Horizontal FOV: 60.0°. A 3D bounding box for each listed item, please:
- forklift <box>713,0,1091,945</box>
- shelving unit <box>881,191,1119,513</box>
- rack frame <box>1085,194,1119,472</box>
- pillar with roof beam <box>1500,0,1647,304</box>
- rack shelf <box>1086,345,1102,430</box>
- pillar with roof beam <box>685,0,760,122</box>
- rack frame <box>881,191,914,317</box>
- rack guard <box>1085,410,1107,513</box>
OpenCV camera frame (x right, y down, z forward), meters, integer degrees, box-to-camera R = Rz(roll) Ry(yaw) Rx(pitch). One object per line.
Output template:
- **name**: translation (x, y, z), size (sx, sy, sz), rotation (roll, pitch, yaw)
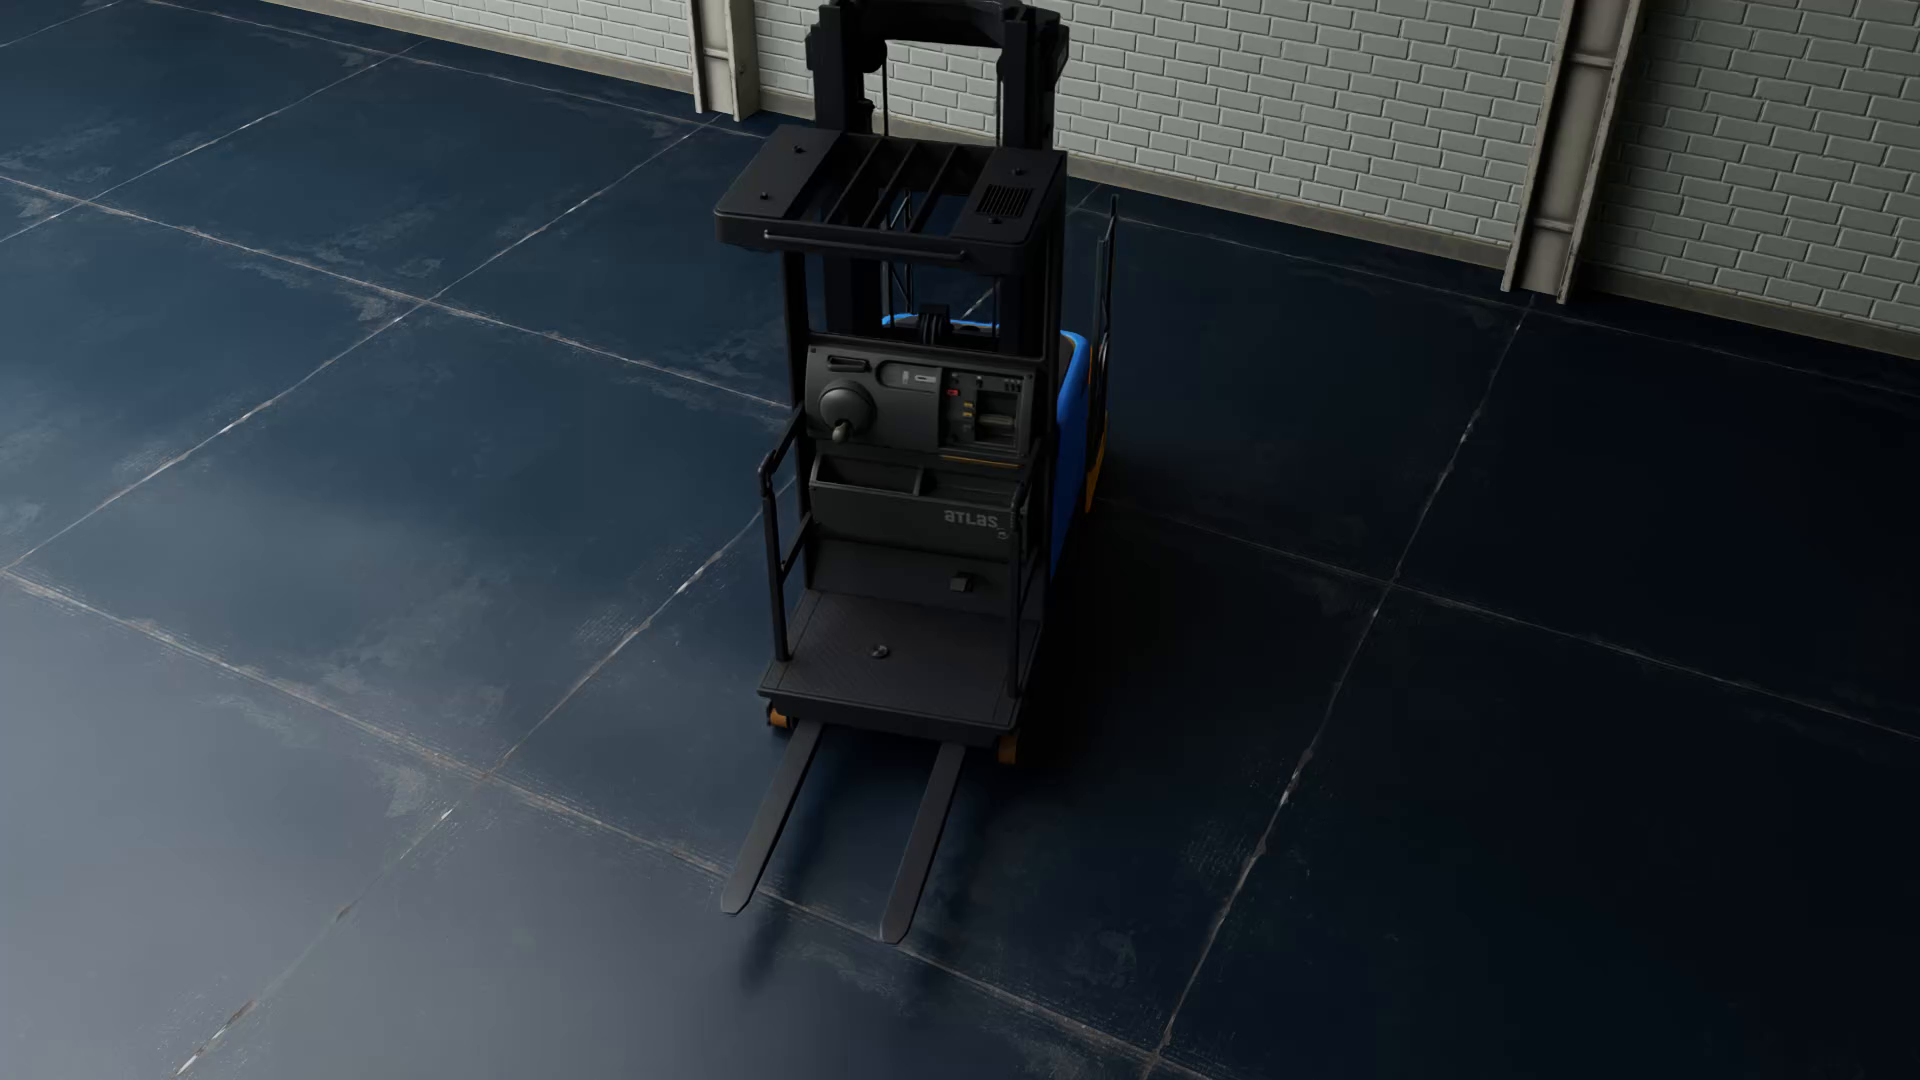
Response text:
- **forklift**: translation (-0.209, -0.475, 6.451), size (1.130, 2.935, 3.031), rotation (8, 38, 10)
- **shelving unit**: translation (0.187, -0.973, 8.291), size (1.083, 1.500, 0.587), rotation (7, 38, 10)
- **rack frame**: translation (0.693, -0.907, 8.205), size (0.032, 1.500, 0.500), rotation (7, 38, 10)
- **pillar with roof beam**: translation (1.609, -2.846, 4.556), size (0.400, 9.000, 9.100), rotation (17, 41, 21)
- **rack shelf**: translation (0.196, -0.828, 8.398), size (1.000, 0.185, 0.538), rotation (7, 38, 10)
- **pillar with roof beam**: translation (-3.719, -4.514, 6.754), size (0.400, 9.000, 9.100), rotation (17, 41, 21)
- **rack frame**: translation (-0.301, -1.036, 8.374), size (0.032, 1.500, 0.500), rotation (7, 38, 10)
- **rack guard**: translation (0.674, -0.412, 8.586), size (0.087, 0.250, 0.587), rotation (7, 38, 10)
